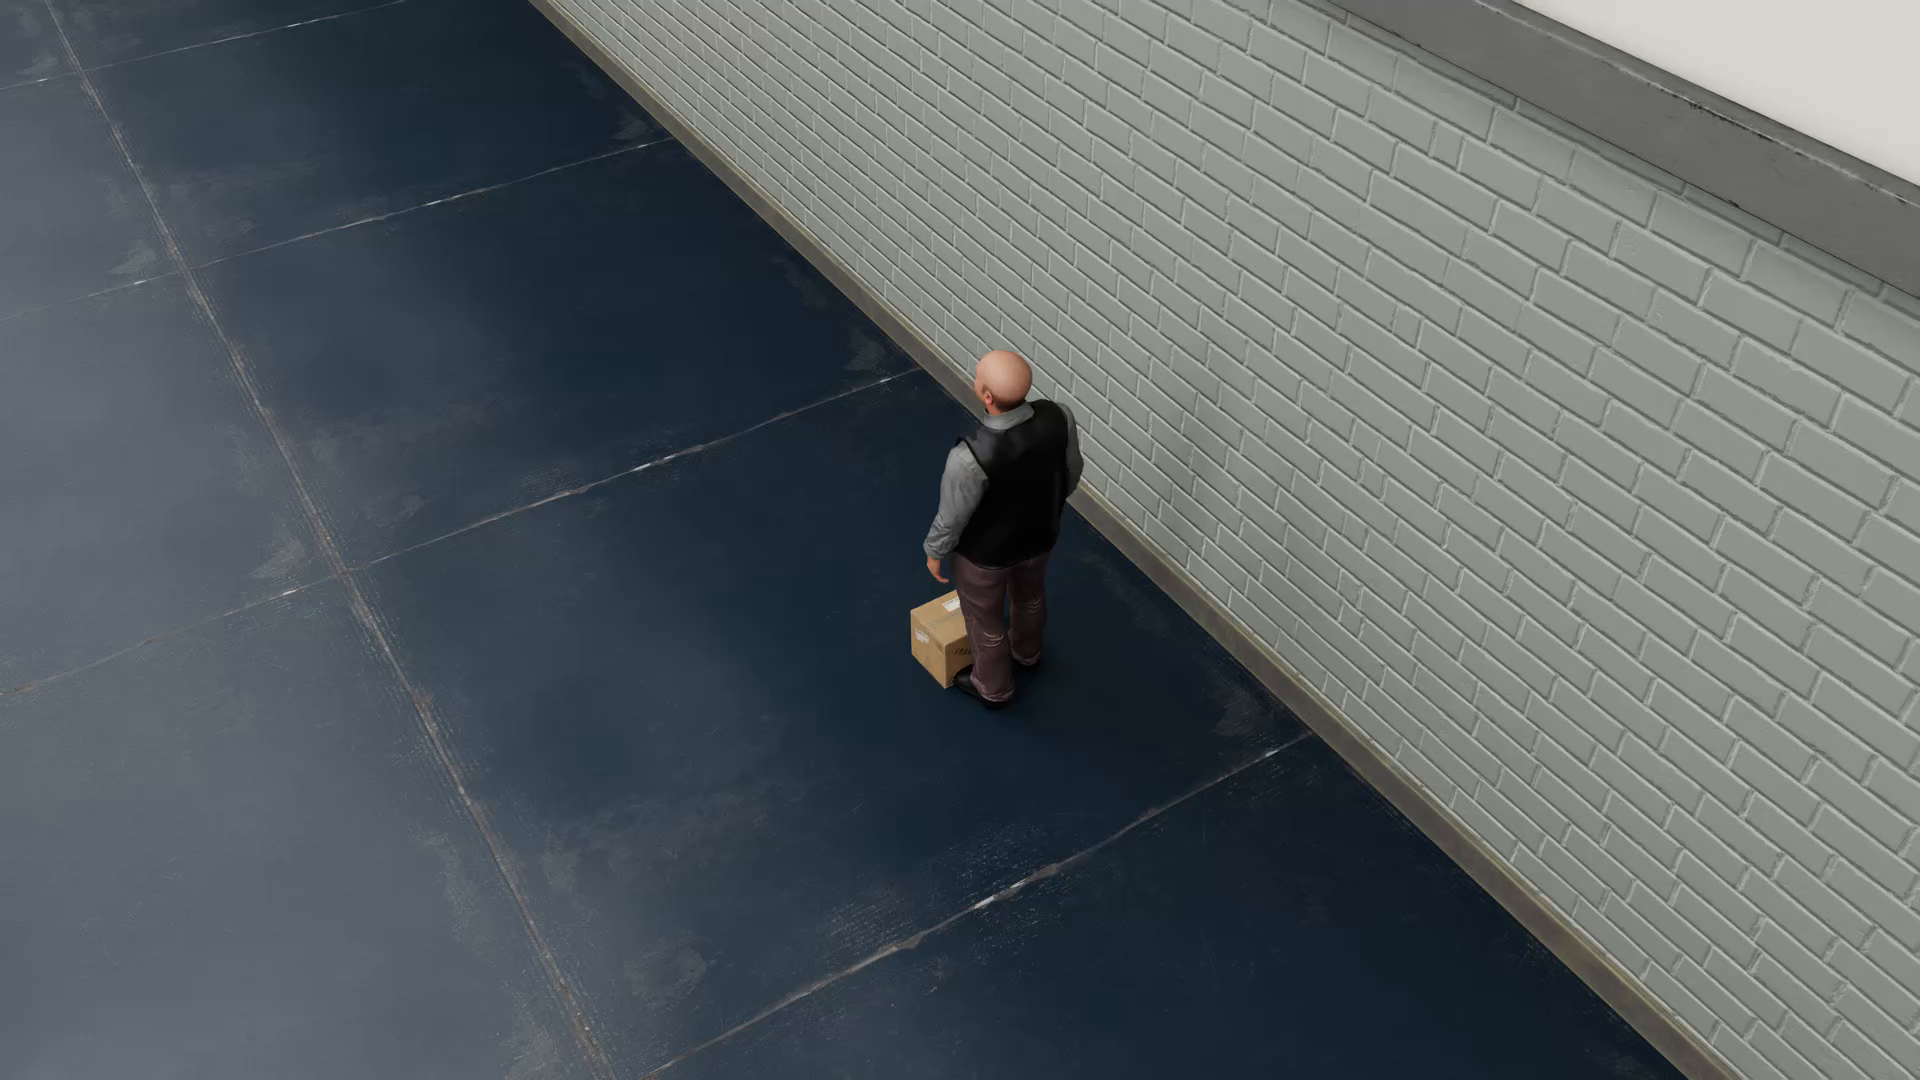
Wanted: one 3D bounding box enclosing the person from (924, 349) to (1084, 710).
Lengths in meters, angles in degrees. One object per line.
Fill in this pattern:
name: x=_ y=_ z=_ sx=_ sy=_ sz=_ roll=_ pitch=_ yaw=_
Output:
person: x=0.116 y=-0.054 z=6.227 sx=0.632 sy=1.720 sz=0.552 roll=-22 pitch=45 yaw=-24
